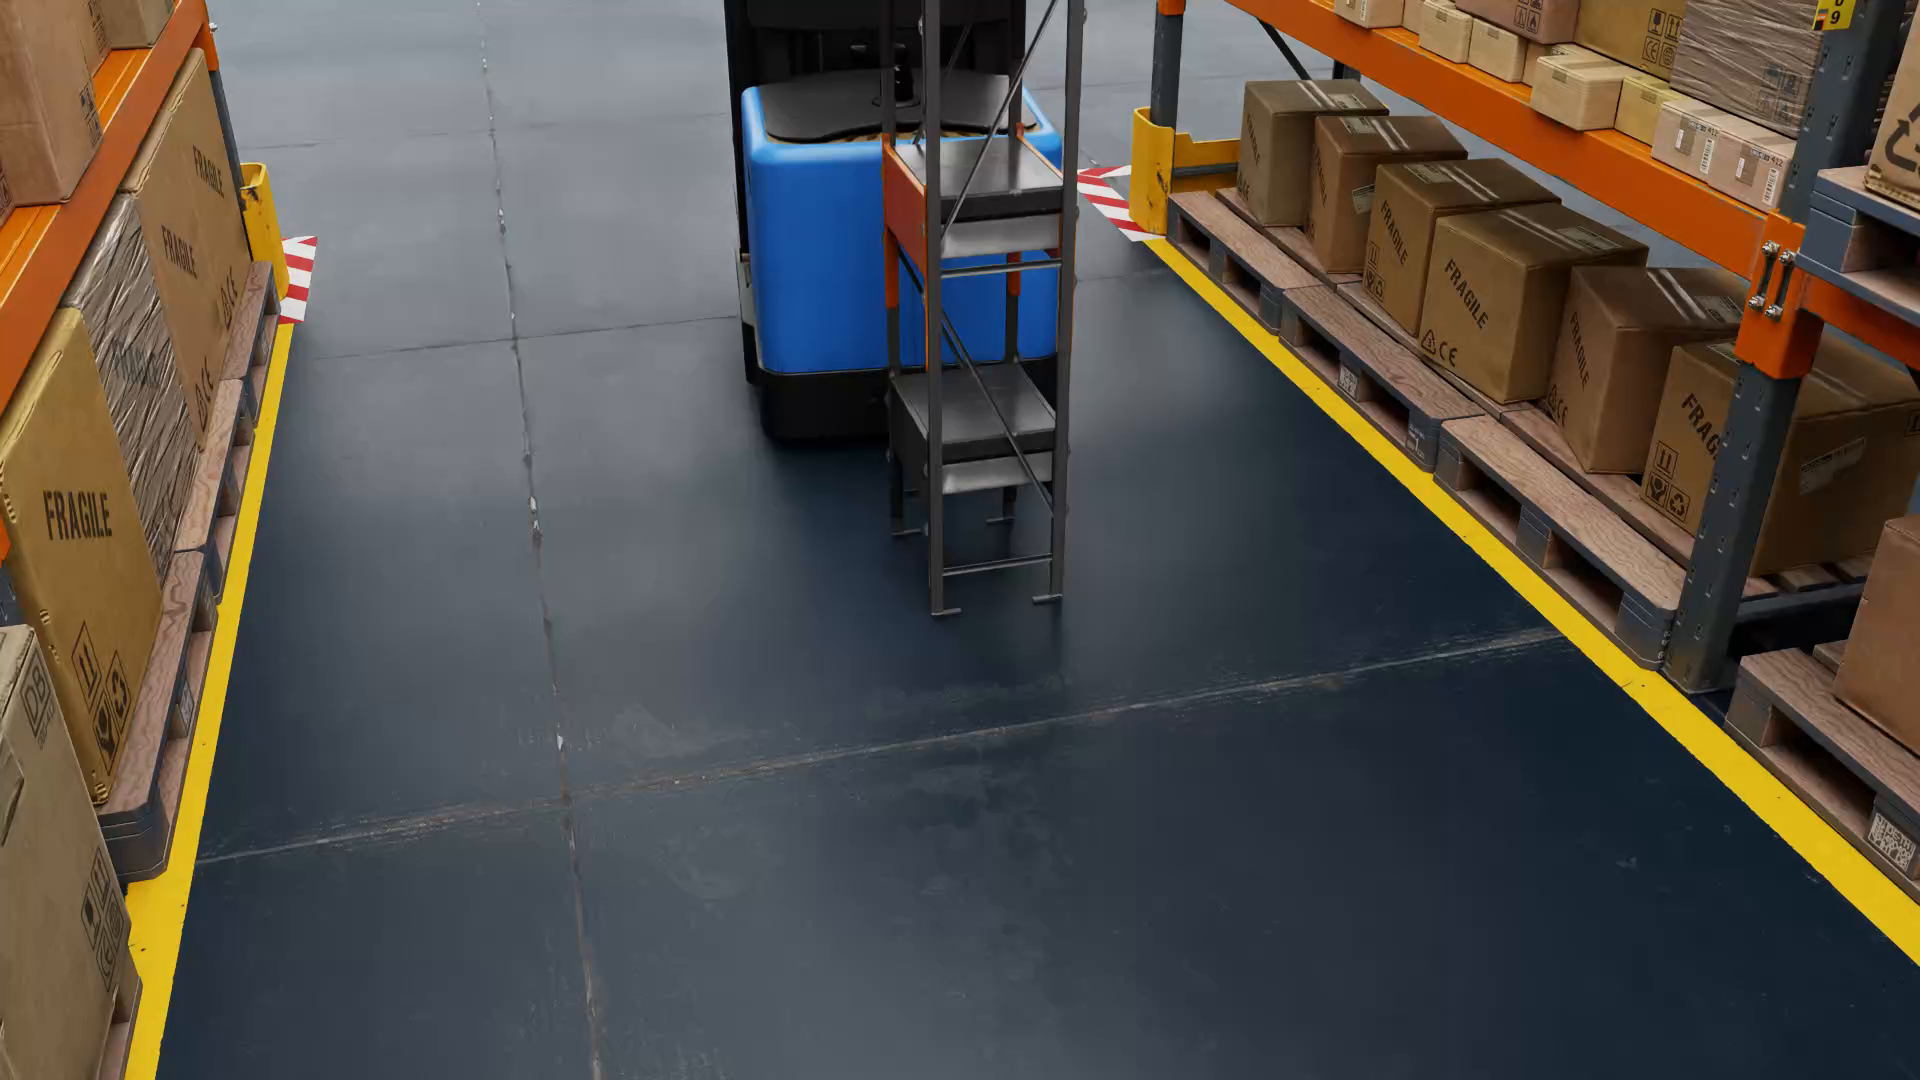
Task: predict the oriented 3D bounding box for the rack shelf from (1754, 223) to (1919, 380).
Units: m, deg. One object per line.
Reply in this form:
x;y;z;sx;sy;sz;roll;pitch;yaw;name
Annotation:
2.969;0.312;2.435;1.077;0.370;4.000;-8;31;-13;rack shelf

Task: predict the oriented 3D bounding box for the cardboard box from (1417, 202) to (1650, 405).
1.971;-0.829;5.764;0.500;0.500;0.500;-11;32;-18;cardboard box

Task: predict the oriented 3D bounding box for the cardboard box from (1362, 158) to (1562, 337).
1.866;-1.105;6.240;0.500;0.500;0.500;-5;30;-9;cardboard box

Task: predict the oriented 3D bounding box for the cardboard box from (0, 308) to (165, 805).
-2.470;0.070;3.837;0.875;0.875;0.875;-7;31;-13;cardboard box

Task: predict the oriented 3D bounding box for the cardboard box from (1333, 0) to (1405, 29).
1.527;-1.882;5.758;0.380;0.149;0.250;-8;31;-13;cardboard box

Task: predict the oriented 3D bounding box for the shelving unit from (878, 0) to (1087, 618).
0.044;-0.829;4.586;0.431;2.100;0.503;-8;31;-13;shelving unit

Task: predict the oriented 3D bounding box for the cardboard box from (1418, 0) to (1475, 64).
1.714;-1.648;5.354;0.380;0.149;0.250;-8;31;-13;cardboard box

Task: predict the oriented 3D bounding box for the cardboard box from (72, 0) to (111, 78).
-3.095;-1.629;4.920;0.875;0.550;0.550;-8;31;-13;cardboard box

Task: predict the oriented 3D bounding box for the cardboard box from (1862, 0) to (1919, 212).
2.514;-1.005;2.973;1.000;1.000;1.000;-8;31;-13;cardboard box

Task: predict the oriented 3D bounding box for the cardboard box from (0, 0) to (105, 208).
-2.678;-1.135;4.068;0.875;0.550;0.550;-8;31;-13;cardboard box

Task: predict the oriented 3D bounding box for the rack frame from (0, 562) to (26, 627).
-2.371;-0.355;2.869;1.000;3.000;0.127;-8;31;-13;rack frame

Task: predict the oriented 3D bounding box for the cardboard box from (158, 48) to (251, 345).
-3.189;-1.230;6.083;0.875;0.875;0.875;-8;31;-13;cardboard box

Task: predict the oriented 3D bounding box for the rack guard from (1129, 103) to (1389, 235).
1.397;-1.779;7.824;1.175;0.500;0.348;-8;31;-13;rack guard

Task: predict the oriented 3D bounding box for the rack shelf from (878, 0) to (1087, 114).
0.044;-1.423;4.242;0.431;0.518;0.480;-8;31;-13;rack shelf

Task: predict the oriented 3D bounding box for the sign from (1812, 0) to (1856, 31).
1.917;-1.264;3.576;0.100;0.325;0.005;-8;31;-13;sign

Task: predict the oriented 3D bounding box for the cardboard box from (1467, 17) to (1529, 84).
1.814;-1.532;5.153;0.380;0.149;0.250;-8;31;-13;cardboard box

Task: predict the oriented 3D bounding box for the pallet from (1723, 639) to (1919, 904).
2.646;0.617;3.973;1.003;0.211;1.213;-8;31;-13;pallet

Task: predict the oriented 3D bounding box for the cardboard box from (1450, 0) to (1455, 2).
1.957;-2.084;5.460;0.875;0.500;0.500;-8;31;-13;cardboard box

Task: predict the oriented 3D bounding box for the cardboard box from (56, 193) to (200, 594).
-2.713;-0.365;4.588;0.875;0.875;0.875;-8;31;-13;cardboard box

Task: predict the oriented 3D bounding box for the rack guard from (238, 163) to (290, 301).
-3.439;-1.217;6.853;1.175;0.500;0.348;-8;31;-13;rack guard

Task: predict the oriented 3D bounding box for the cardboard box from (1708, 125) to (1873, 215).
2.098;-0.922;4.099;0.380;0.149;0.250;-8;31;-13;cardboard box

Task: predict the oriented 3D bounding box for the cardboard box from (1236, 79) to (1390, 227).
1.526;-1.694;7.258;0.500;0.500;0.500;-2;30;-4;cardboard box

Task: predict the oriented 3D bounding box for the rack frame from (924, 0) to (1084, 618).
0.109;-0.711;4.382;0.400;2.100;0.015;-8;31;-13;rack frame

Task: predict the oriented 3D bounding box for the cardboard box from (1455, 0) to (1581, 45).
2.050;-1.837;5.033;0.875;0.500;0.500;-8;31;-13;cardboard box

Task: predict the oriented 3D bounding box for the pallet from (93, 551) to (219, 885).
-2.497;0.474;4.220;1.003;0.211;1.213;-8;31;-13;pallet

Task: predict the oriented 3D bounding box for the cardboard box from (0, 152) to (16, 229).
-2.648;-0.859;3.590;0.875;0.550;0.550;-8;31;-13;cardboard box

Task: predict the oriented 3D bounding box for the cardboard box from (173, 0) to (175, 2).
-3.290;-2.179;5.870;0.875;0.550;0.550;-8;31;-13;cardboard box

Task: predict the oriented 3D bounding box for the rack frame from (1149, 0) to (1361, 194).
1.377;-2.897;7.262;1.000;3.000;0.127;-8;31;-13;rack frame

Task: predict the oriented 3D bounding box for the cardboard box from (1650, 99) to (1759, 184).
2.041;-1.044;4.309;0.380;0.149;0.250;-8;31;-13;cardboard box

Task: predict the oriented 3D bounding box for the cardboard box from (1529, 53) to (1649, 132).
1.858;-1.278;4.715;0.380;0.149;0.250;-8;31;-13;cardboard box

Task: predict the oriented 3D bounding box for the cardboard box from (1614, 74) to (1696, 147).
2.032;-1.172;4.532;0.380;0.149;0.250;-8;31;-13;cardboard box

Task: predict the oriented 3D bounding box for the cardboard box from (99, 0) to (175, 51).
-3.123;-1.916;5.416;0.875;0.550;0.550;-8;31;-13;cardboard box

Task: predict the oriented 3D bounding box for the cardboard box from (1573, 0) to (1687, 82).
2.280;-1.609;4.639;0.875;0.500;0.500;-8;31;-13;cardboard box

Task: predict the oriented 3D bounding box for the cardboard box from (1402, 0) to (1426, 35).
1.721;-1.779;5.580;0.380;0.149;0.250;-8;31;-13;cardboard box

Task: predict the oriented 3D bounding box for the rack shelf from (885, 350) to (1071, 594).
0.044;-0.211;4.943;0.431;0.518;0.480;-8;31;-13;rack shelf

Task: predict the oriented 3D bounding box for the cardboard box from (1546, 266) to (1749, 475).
2.211;-0.540;5.264;0.500;0.500;0.500;2;30;3;cardboard box

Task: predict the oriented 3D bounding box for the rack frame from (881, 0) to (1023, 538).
-0.021;-0.947;4.789;0.400;2.100;0.015;-8;31;-13;rack frame

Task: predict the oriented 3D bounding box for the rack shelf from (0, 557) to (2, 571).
-1.840;0.922;1.380;1.077;0.370;4.000;-8;31;-13;rack shelf

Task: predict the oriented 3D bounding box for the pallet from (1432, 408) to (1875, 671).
2.226;-0.078;5.175;1.003;0.211;1.213;-8;31;-13;pallet

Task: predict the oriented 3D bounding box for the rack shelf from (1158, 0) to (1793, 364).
1.908;-1.620;5.773;1.077;0.370;4.000;-8;31;-13;rack shelf

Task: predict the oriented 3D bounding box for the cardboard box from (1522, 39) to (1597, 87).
1.919;-1.417;4.954;0.380;0.149;0.250;-8;31;-13;cardboard box

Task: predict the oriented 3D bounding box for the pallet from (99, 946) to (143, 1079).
-2.093;1.215;2.941;1.003;0.211;1.213;-8;31;-13;pallet

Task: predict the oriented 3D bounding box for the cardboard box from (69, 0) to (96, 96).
-2.915;-1.378;4.487;0.875;0.550;0.500;-8;31;-13;cardboard box

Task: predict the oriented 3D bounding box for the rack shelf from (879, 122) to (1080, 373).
0.044;-0.817;4.593;0.431;0.518;0.480;-8;31;-13;rack shelf

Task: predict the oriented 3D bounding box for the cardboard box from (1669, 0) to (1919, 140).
2.379;-1.363;4.214;0.875;0.500;0.500;-8;31;-13;cardboard box

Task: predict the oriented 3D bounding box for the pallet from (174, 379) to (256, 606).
-2.824;-0.116;5.240;1.003;0.211;1.213;-8;31;-13;pallet

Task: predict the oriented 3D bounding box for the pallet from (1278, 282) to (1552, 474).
1.899;-0.669;6.195;1.003;0.211;1.213;-8;31;-13;pallet

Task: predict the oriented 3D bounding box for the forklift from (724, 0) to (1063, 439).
-0.380;-2.336;6.360;1.130;2.935;3.031;-4;30;-8;forklift

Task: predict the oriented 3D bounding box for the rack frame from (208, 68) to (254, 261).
-3.432;-2.287;6.207;1.000;3.000;0.127;-8;31;-13;rack frame

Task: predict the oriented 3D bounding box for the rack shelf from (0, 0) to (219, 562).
-2.901;-1.009;4.718;1.077;0.370;4.000;-8;31;-13;rack shelf

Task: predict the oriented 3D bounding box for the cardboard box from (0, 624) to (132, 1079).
-2.119;0.725;2.830;1.050;0.750;0.750;-8;31;-14;cardboard box

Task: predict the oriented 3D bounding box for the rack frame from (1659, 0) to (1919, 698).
2.438;-0.966;3.924;1.000;3.000;0.127;-8;31;-13;rack frame

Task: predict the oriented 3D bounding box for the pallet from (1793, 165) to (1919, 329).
2.501;-0.494;3.301;1.003;0.211;1.213;-8;31;-13;pallet

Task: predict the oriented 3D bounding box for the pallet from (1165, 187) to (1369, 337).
1.578;-1.257;7.211;1.003;0.211;1.213;-8;31;-13;pallet

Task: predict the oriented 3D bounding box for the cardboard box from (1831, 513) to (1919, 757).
2.581;0.225;3.923;0.700;0.500;0.500;-10;32;-17;cardboard box

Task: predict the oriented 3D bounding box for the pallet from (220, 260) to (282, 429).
-3.145;-0.704;6.256;1.003;0.211;1.213;-8;31;-13;pallet

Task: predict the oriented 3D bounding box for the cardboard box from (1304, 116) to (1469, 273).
1.718;-1.409;6.767;0.500;0.500;0.500;0;30;0;cardboard box

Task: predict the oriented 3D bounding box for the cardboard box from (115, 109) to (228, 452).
-2.953;-0.806;5.349;0.875;0.875;0.875;-8;31;-14;cardboard box

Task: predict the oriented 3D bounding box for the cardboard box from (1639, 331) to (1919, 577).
2.371;-0.264;4.788;0.500;0.500;0.500;-9;31;-15;cardboard box
